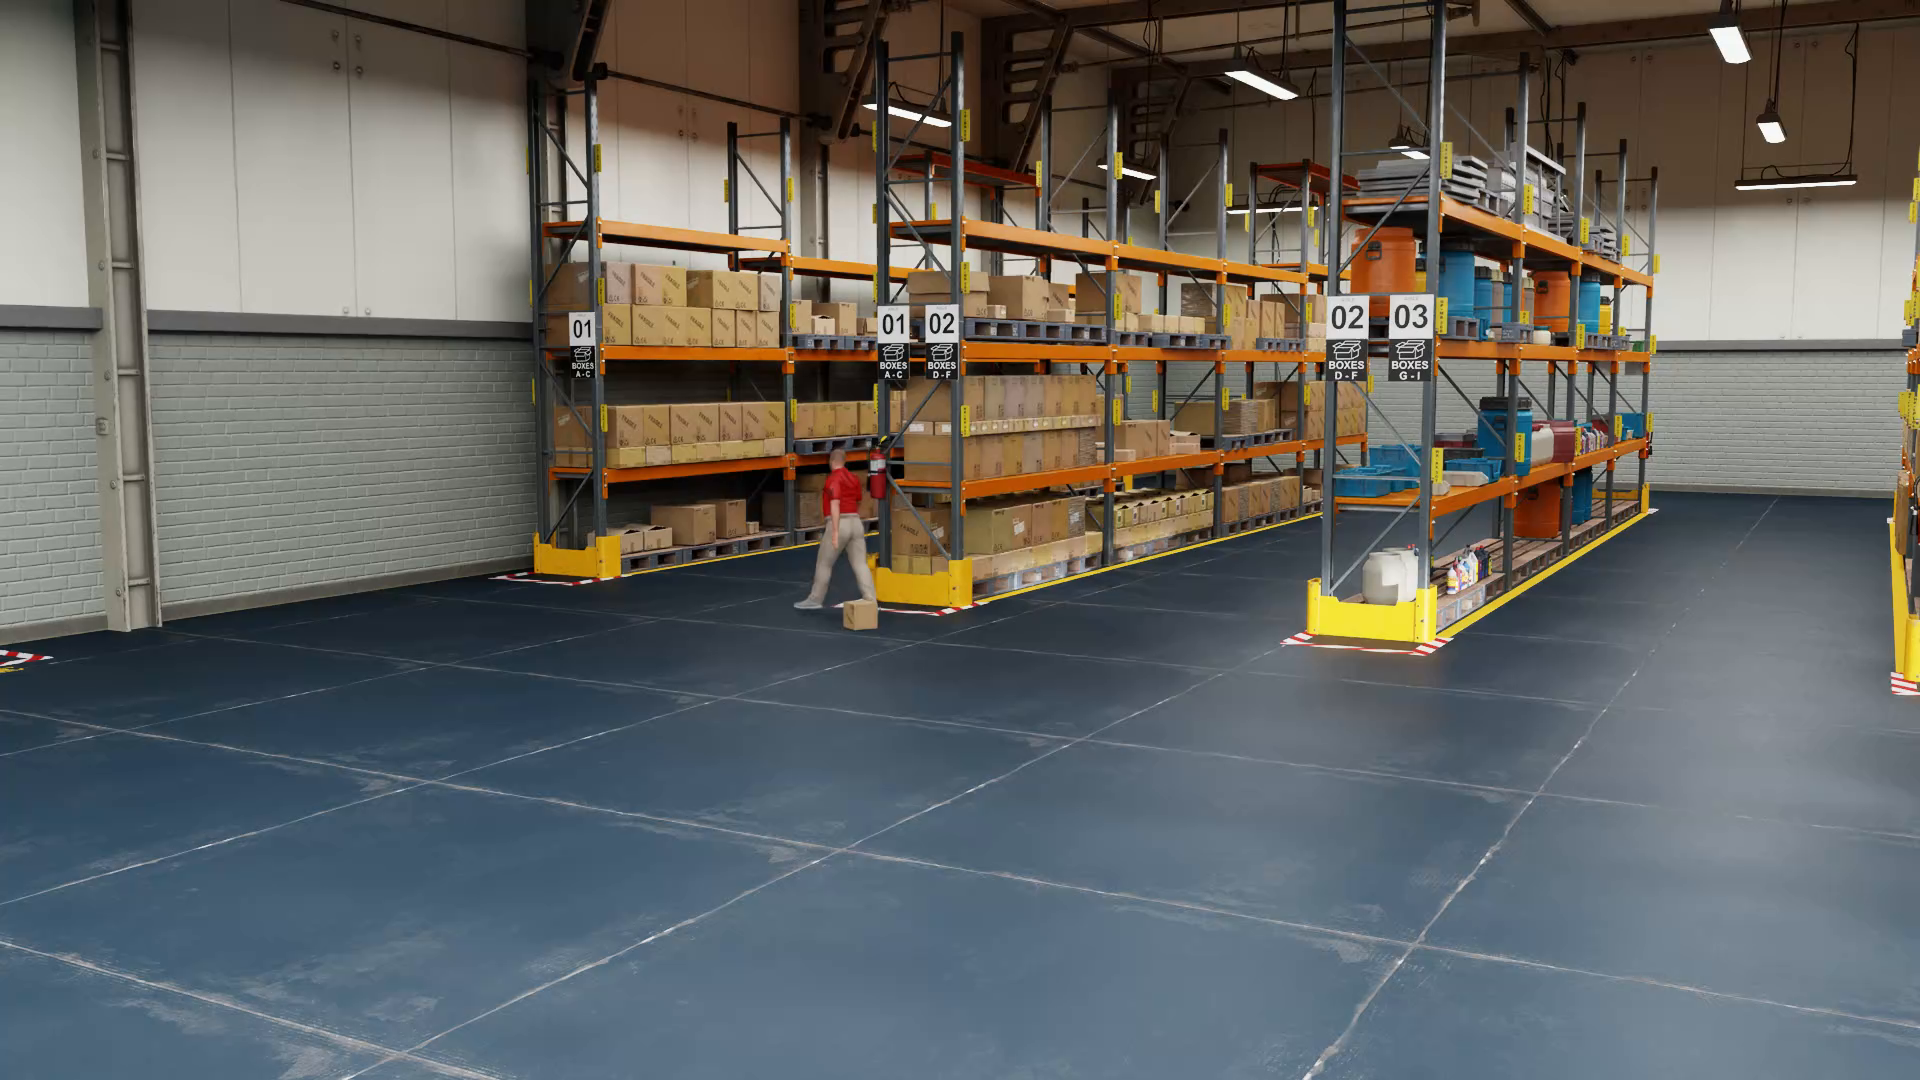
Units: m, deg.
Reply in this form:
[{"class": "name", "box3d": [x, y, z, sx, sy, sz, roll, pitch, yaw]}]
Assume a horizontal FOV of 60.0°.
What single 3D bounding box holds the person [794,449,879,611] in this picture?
[{"class": "person", "box3d": [-1.235, -0.103, 17.154, 0.965, 1.668, 0.586, 5, 8, 43]}]
